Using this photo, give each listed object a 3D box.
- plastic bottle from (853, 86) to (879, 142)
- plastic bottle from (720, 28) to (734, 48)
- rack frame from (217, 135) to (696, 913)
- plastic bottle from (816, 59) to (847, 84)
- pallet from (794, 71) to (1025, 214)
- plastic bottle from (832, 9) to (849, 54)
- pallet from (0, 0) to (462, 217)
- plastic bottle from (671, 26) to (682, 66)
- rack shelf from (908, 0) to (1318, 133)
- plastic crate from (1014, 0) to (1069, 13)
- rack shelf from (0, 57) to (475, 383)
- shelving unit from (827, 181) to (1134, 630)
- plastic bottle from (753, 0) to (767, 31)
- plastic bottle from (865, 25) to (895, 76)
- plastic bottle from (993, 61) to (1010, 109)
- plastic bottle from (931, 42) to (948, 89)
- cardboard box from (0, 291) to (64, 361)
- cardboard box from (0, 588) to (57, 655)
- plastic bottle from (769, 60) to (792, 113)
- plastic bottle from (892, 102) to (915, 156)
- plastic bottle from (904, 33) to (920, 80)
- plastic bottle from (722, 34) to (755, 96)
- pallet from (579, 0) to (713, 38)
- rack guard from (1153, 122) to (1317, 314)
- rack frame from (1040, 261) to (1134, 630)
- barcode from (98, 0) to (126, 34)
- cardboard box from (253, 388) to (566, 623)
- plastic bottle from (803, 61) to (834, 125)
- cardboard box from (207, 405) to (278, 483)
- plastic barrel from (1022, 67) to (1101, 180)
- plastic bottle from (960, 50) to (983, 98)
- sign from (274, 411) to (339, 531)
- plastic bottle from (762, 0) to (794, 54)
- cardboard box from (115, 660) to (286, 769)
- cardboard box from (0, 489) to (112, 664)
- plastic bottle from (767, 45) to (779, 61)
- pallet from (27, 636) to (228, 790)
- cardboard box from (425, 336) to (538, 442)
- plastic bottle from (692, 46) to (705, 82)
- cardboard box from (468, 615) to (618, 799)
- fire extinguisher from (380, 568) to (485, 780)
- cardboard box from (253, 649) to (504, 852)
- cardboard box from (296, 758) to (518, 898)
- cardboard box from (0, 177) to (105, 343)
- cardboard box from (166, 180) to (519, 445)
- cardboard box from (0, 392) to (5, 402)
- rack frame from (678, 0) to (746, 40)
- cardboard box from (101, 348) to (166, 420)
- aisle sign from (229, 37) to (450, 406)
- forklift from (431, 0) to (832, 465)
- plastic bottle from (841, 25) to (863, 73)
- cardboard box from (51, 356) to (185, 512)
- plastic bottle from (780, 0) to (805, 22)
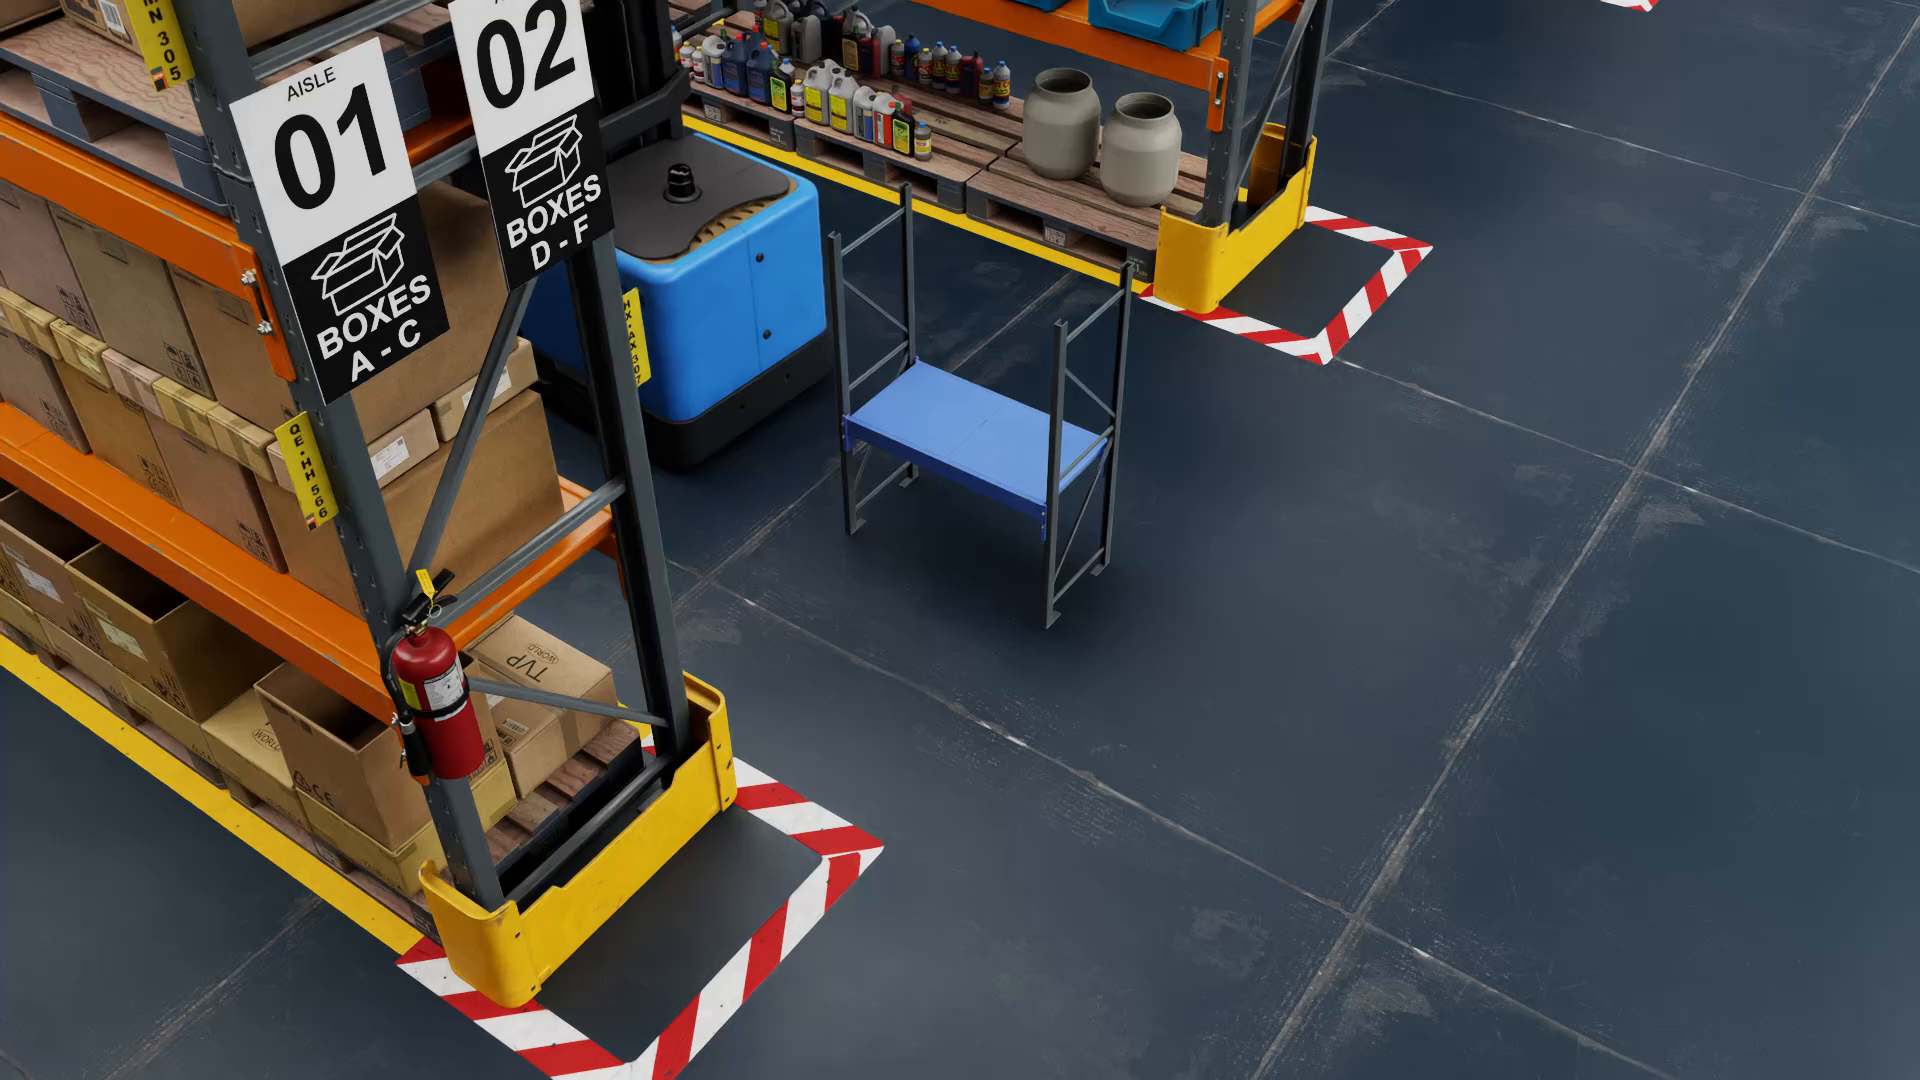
[{"bbox_3d":[-0.512,-2.421,9.419,0.135,0.276,0.152,24,47,24],"label":"plastic bottle"},{"bbox_3d":[-1.377,-2.915,9.965,0.133,0.283,0.061,25,48,25],"label":"plastic bottle"},{"bbox_3d":[-1.300,0.059,4.934,0.127,3.000,1.000,25,48,25],"label":"rack frame"},{"bbox_3d":[-0.738,-2.644,9.668,0.135,0.276,0.152,25,48,25],"label":"plastic bottle"},{"bbox_3d":[-0.198,-2.389,9.762,1.213,0.211,1.003,25,48,25],"label":"pallet"},{"bbox_3d":[-0.720,-3.124,10.199,0.133,0.283,0.061,28,49,28],"label":"plastic bottle"},{"bbox_3d":[-1.864,-1.310,4.282,1.213,0.211,1.003,25,48,25],"label":"pallet"},{"bbox_3d":[-1.718,-2.961,10.026,0.097,0.271,0.097,0,42,0],"label":"plastic bottle"},{"bbox_3d":[-0.090,-3.141,9.050,4.000,0.370,1.077,25,48,25],"label":"rack shelf"},{"bbox_3d":[0.438,-2.868,8.317,0.408,0.251,0.499,25,48,25],"label":"plastic crate"},{"bbox_3d":[-2.937,-1.556,5.030,4.000,0.370,1.077,25,48,25],"label":"rack shelf"},{"bbox_3d":[0.070,-0.526,6.713,1.048,1.500,0.538,25,48,25],"label":"shelving unit"},{"bbox_3d":[-1.251,-3.327,10.488,0.097,0.201,0.097,0,42,0],"label":"plastic bottle"},{"bbox_3d":[-0.482,-2.973,10.036,0.135,0.276,0.152,26,48,26],"label":"plastic bottle"},{"bbox_3d":[0.242,-2.655,9.684,0.097,0.271,0.097,0,42,0],"label":"plastic bottle"},{"bbox_3d":[-0.120,-2.824,9.873,0.097,0.271,0.097,0,42,0],"label":"plastic bottle"},{"bbox_3d":[-2.783,-0.757,5.285,0.250,0.149,0.380,26,48,26],"label":"cardboard box"},{"bbox_3d":[-3.556,0.128,6.605,0.500,0.250,0.500,25,48,25],"label":"cardboard box"},{"bbox_3d":[-1.039,-2.633,9.650,0.133,0.283,0.061,27,48,27],"label":"plastic bottle"},{"bbox_3d":[-0.314,-2.294,9.271,0.133,0.283,0.061,26,48,26],"label":"plastic bottle"},{"bbox_3d":[-0.286,-2.902,9.960,0.097,0.271,0.097,0,42,0],"label":"plastic bottle"},{"bbox_3d":[-1.305,-2.816,9.804,0.185,0.351,0.144,26,48,26],"label":"plastic bottle"},{"bbox_3d":[-2.393,-3.415,10.909,1.213,0.211,1.003,25,48,25],"label":"pallet"},{"bbox_3d":[1.458,-1.715,8.792,0.348,0.500,1.175,25,48,25],"label":"rack guard"},{"bbox_3d":[0.486,-0.332,6.496,0.032,1.500,0.500,25,48,25],"label":"rack frame"},{"bbox_3d":[-1.824,-1.127,3.575,0.075,0.075,0.001,25,48,25],"label":"barcode"},{"bbox_3d":[-1.675,-0.164,5.108,0.500,0.500,0.700,25,48,25],"label":"cardboard box"},{"bbox_3d":[-0.802,-2.581,9.542,0.185,0.351,0.144,25,47,25],"label":"plastic bottle"},{"bbox_3d":[-1.937,-0.361,4.843,0.250,0.149,0.380,26,48,26],"label":"cardboard box"},{"bbox_3d":[0.554,-2.275,9.094,0.421,0.512,0.421,0,42,0],"label":"plastic barrel"},{"bbox_3d":[0.067,-2.756,9.788,0.133,0.283,0.061,26,48,26],"label":"plastic bottle"},{"bbox_3d":[-1.623,-0.169,4.144,0.005,0.325,0.100,25,48,25],"label":"sign"},{"bbox_3d":[-1.117,-3.184,10.215,0.185,0.351,0.144,25,48,25],"label":"plastic bottle"},{"bbox_3d":[-2.735,0.508,6.180,0.500,0.250,0.500,25,48,25],"label":"cardboard box"},{"bbox_3d":[-3.145,0.038,6.143,0.500,0.500,0.500,25,48,25],"label":"cardboard box"},{"bbox_3d":[-1.117,-2.797,9.842,0.097,0.271,0.097,0,42,0],"label":"plastic bottle"},{"bbox_3d":[-2.945,0.361,6.688,1.213,0.211,1.003,25,48,25],"label":"pallet"},{"bbox_3d":[-1.497,-0.487,4.984,0.250,0.149,0.380,25,47,25],"label":"cardboard box"},{"bbox_3d":[-1.552,-2.857,9.962,0.097,0.201,0.097,0,42,0],"label":"plastic bottle"},{"bbox_3d":[-1.611,0.601,6.076,0.500,0.250,0.500,25,48,25],"label":"cardboard box"},{"bbox_3d":[-1.470,0.387,4.626,0.183,0.674,0.296,25,48,25],"label":"fire extinguisher"},{"bbox_3d":[-1.910,0.605,5.509,0.500,0.500,0.500,25,48,25],"label":"cardboard box"},{"bbox_3d":[-1.908,0.884,5.760,0.500,0.250,0.500,25,48,25],"label":"cardboard box"},{"bbox_3d":[-2.565,-1.058,5.135,0.500,0.500,0.700,25,48,25],"label":"cardboard box"},{"bbox_3d":[-1.718,-0.667,4.698,0.500,0.500,0.700,25,48,25],"label":"cardboard box"},{"bbox_3d":[-3.364,-0.950,5.988,0.500,0.500,0.700,26,48,26],"label":"cardboard box"},{"bbox_3d":[-1.727,-4.175,9.666,0.127,3.000,1.000,25,48,25],"label":"rack frame"},{"bbox_3d":[-2.351,-0.557,5.061,0.250,0.149,0.380,26,48,26],"label":"cardboard box"},{"bbox_3d":[-1.415,-0.724,3.860,0.004,0.787,0.394,25,48,25],"label":"aisle sign"},{"bbox_3d":[-2.087,-2.251,7.567,3.031,2.935,1.130,28,49,28],"label":"forklift"},{"bbox_3d":[-0.651,-2.974,10.032,0.133,0.283,0.061,25,48,25],"label":"plastic bottle"},{"bbox_3d":[-2.510,-0.555,5.546,0.500,0.500,0.700,25,48,26],"label":"cardboard box"},{"bbox_3d":[-1.035,-3.262,10.303,0.185,0.351,0.144,24,47,24],"label":"plastic bottle"}]
